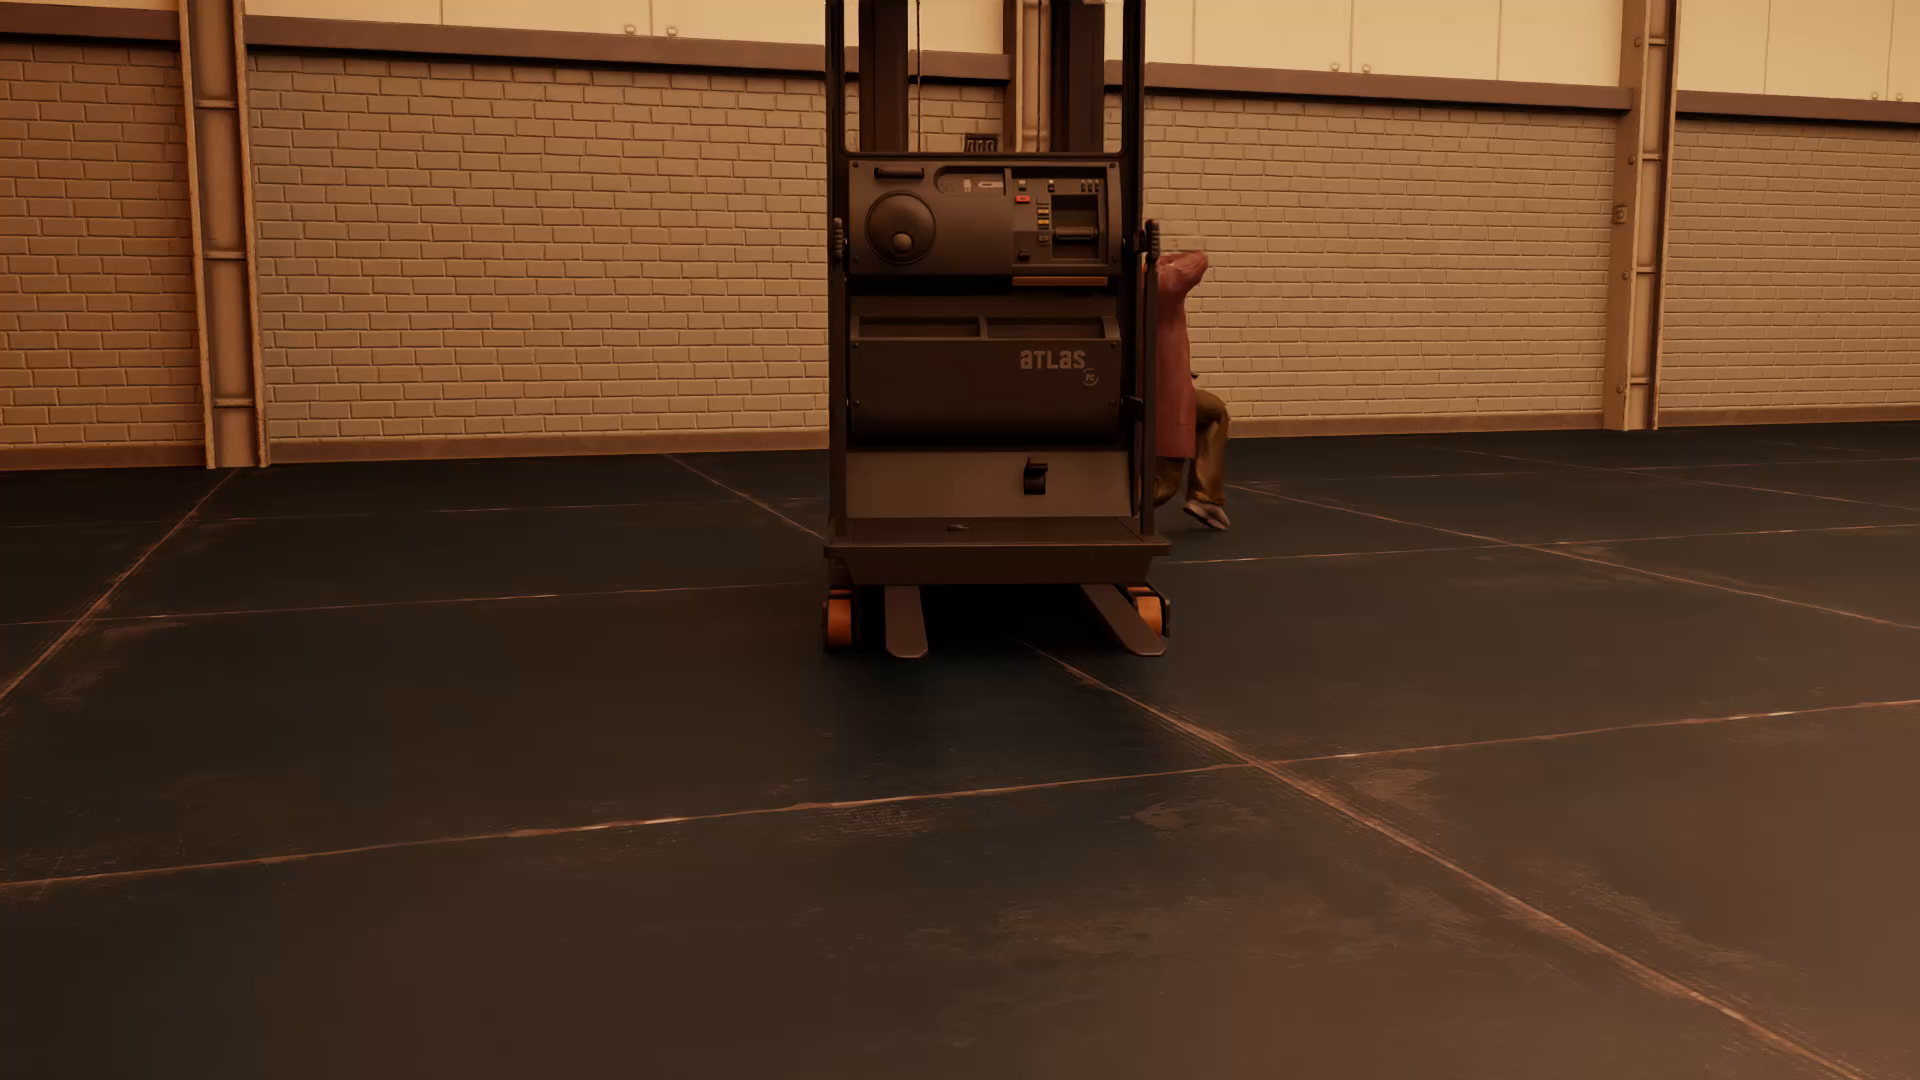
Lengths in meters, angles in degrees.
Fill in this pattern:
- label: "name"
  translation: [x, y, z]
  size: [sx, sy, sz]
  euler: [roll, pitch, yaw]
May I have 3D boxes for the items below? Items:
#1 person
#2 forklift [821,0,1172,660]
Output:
- label: "person"
  translation: [0.794, -0.761, 8.097]
  size: [1.055, 1.477, 0.957]
  euler: [-6, 10, -35]
- label: "forklift"
  translation: [0.098, -1.147, 5.478]
  size: [1.130, 2.935, 3.031]
  euler: [0, 8, -3]
